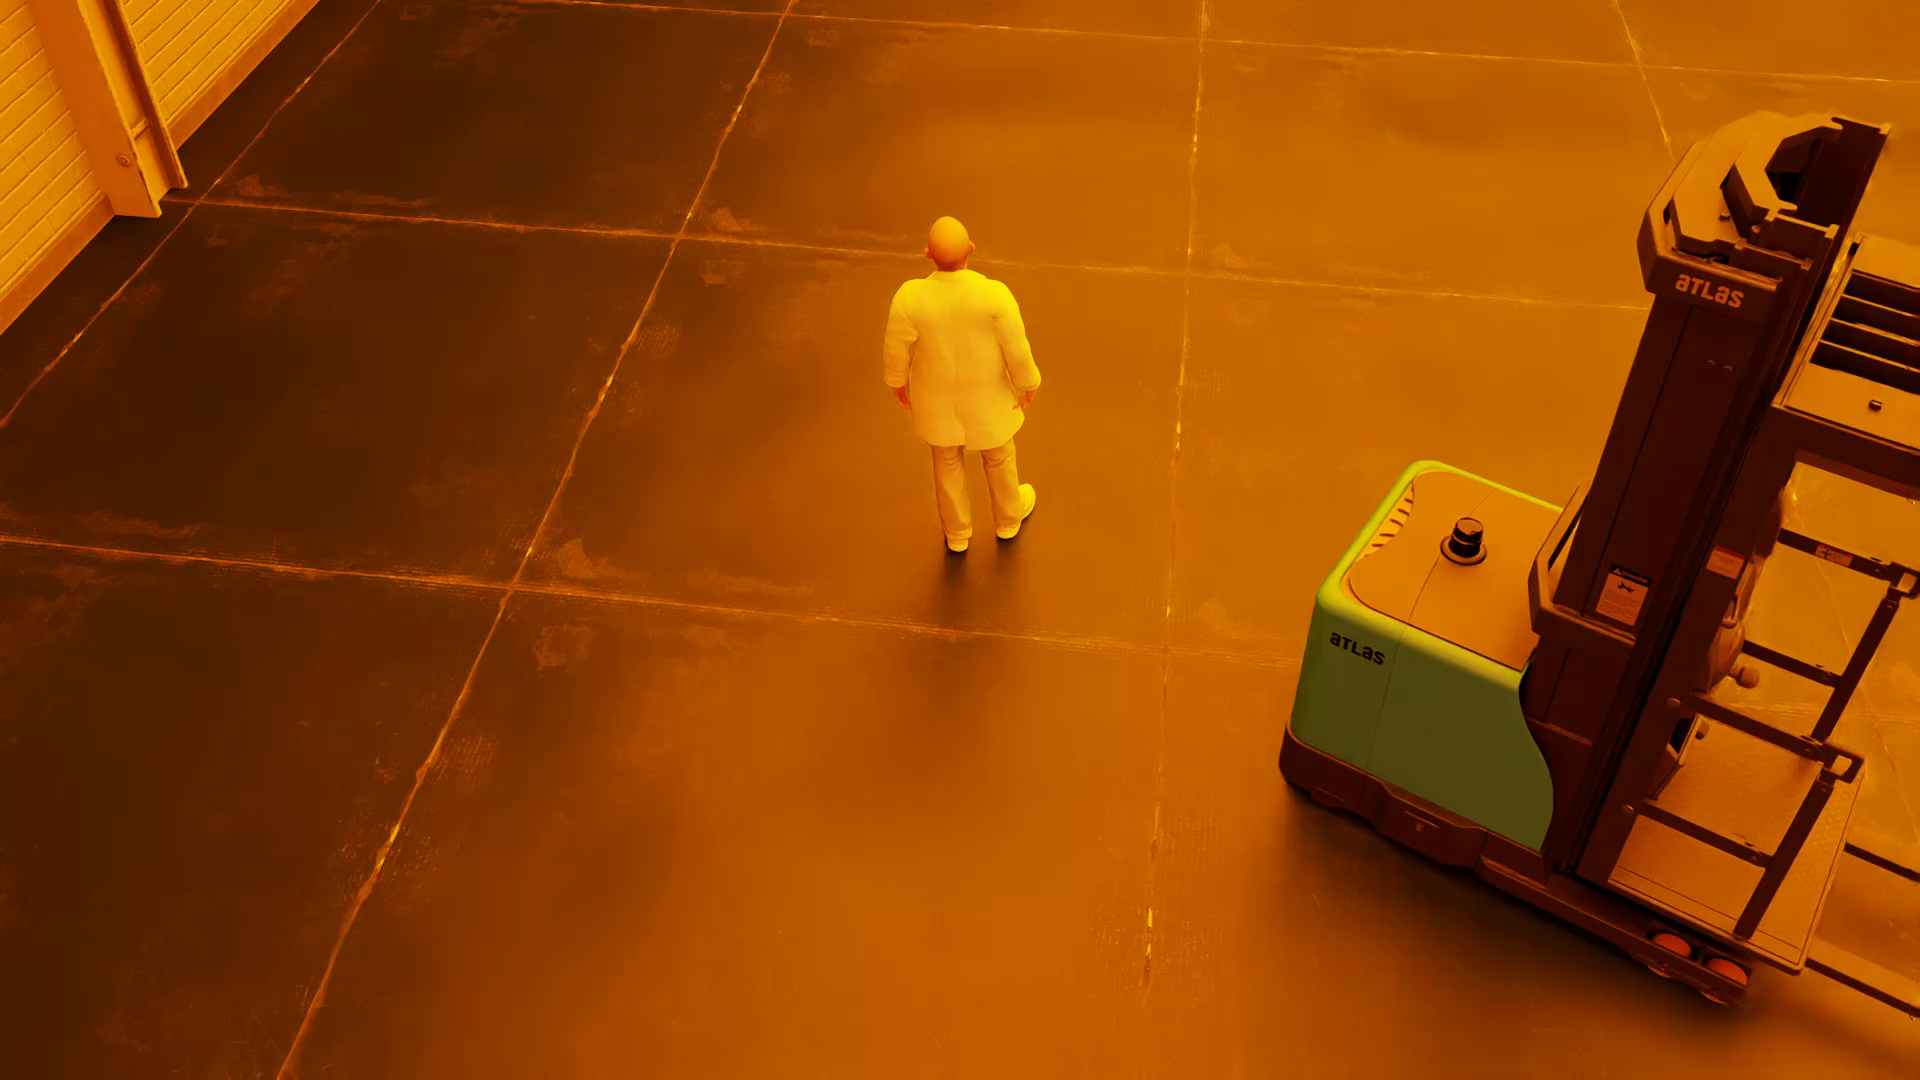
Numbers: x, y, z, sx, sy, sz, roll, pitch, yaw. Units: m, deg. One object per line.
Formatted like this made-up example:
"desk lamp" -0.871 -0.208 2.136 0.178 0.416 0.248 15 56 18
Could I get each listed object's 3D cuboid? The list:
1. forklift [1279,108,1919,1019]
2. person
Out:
"forklift" 2.809 0.192 5.515 3.031 2.935 1.130 24 48 24
"person" 0.017 -0.720 7.350 0.696 1.776 0.581 5 43 6
